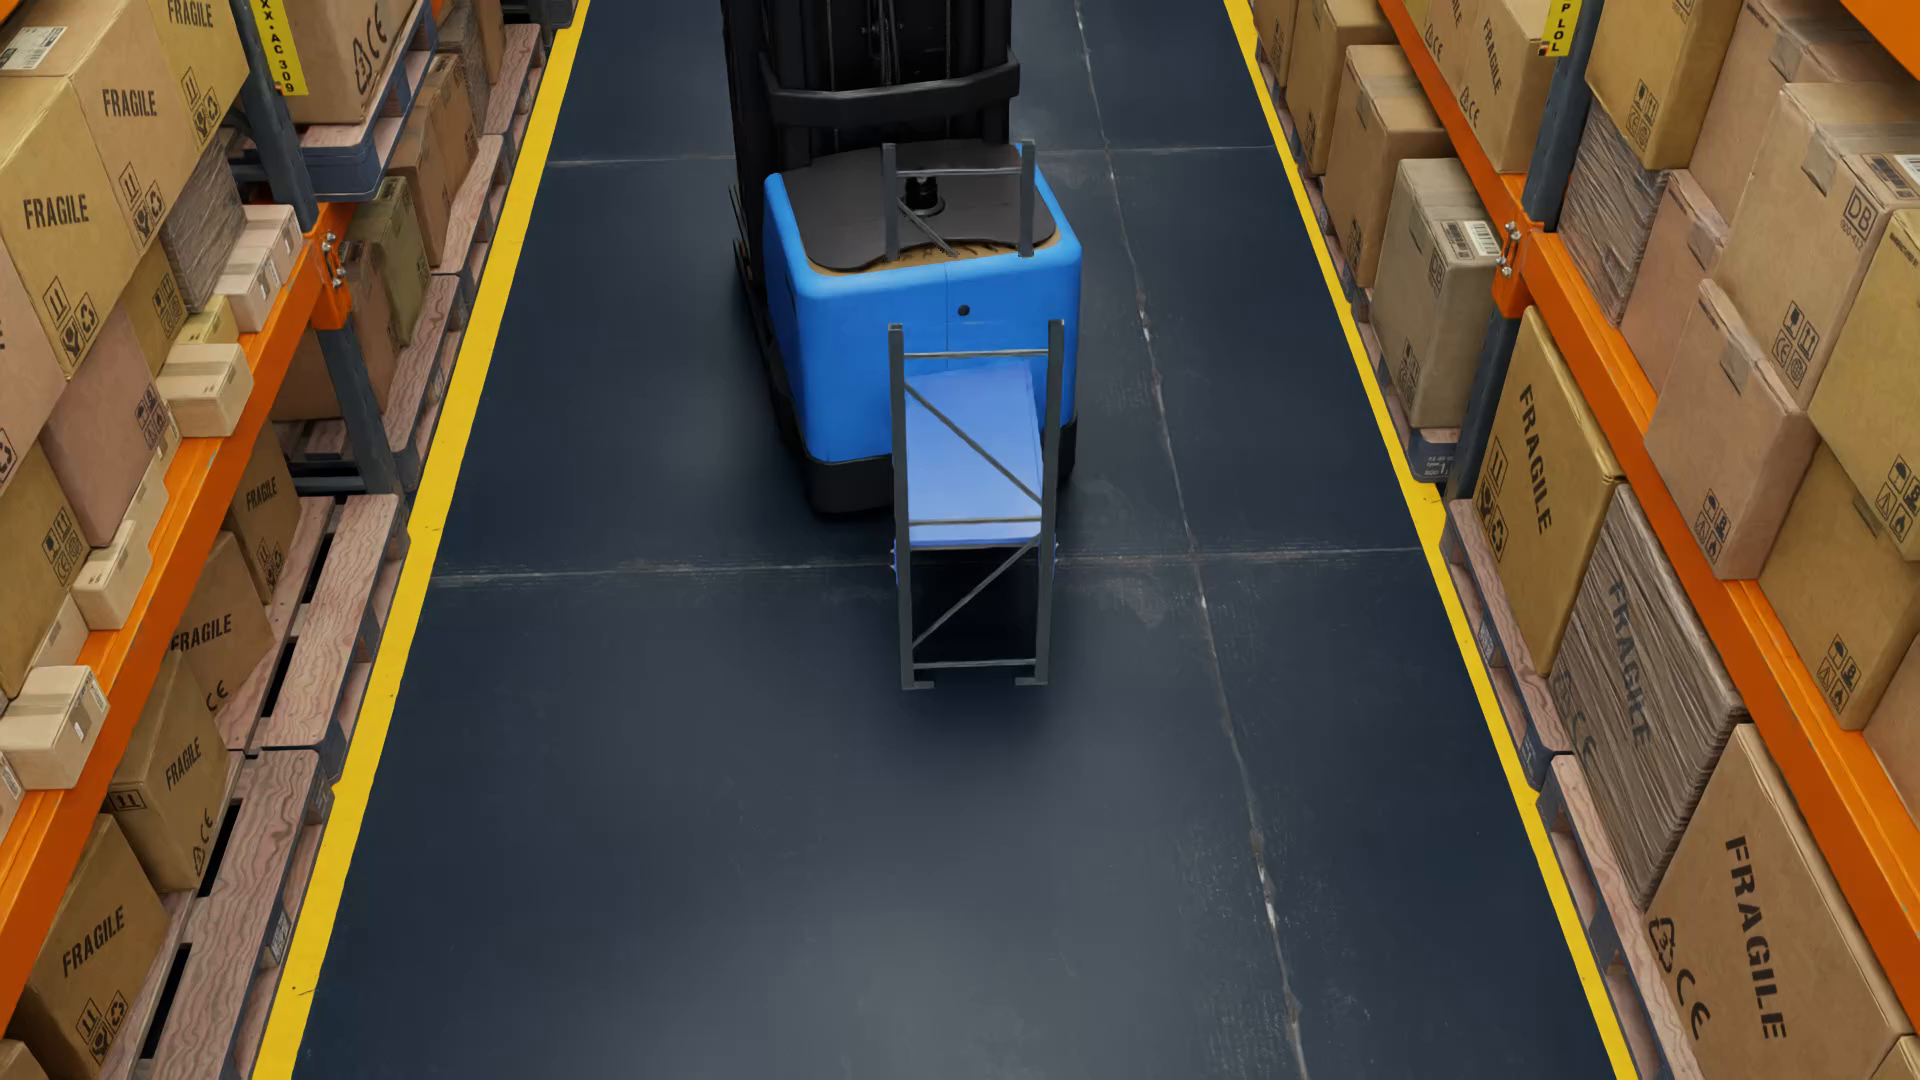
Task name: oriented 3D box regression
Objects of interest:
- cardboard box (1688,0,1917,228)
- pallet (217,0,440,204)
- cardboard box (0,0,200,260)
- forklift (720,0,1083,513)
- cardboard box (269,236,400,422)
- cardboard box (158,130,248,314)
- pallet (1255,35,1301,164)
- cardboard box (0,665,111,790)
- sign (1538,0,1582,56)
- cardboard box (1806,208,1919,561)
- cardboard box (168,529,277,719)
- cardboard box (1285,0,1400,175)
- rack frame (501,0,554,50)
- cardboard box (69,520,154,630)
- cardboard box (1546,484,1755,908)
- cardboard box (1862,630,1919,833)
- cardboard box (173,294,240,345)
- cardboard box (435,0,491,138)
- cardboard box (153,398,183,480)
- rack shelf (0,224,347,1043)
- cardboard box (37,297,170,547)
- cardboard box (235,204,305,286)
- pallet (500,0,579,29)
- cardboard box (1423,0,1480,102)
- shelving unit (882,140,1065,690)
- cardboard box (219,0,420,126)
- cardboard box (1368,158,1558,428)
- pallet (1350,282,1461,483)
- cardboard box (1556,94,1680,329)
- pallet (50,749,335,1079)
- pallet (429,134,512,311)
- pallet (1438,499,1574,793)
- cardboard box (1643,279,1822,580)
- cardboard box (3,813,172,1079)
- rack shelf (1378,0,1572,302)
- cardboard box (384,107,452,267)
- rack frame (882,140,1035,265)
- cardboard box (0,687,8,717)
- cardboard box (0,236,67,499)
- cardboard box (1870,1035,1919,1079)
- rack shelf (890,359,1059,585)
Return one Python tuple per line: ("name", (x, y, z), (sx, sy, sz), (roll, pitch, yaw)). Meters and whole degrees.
("cardboard box", (2.480, -1.062, 4.279), (0.875, 0.550, 0.550), (-2, 43, -2))
("pallet", (-2.488, -1.602, 5.920), (1.003, 0.211, 1.213), (-2, 43, -2))
("cardboard box", (-2.284, -1.034, 4.124), (0.500, 0.500, 0.500), (-2, 43, -2))
("forklift", (-0.400, -2.190, 6.470), (1.130, 2.935, 3.031), (-9, 43, -10))
("cardboard box", (-2.605, -0.808, 6.436), (0.700, 0.500, 0.500), (-5, 43, -5))
("cardboard box", (-2.643, -0.994, 4.820), (0.875, 0.500, 0.500), (-2, 43, -2))
("pallet", (2.147, -2.365, 8.674), (1.003, 0.211, 1.213), (-2, 43, -2))
("cardboard box", (-2.172, 0.426, 3.752), (0.380, 0.149, 0.250), (-2, 43, -2))
("sign", (1.817, -1.602, 4.980), (0.100, 0.325, 0.005), (-2, 43, -2))
("cardboard box", (2.396, -0.336, 3.486), (0.875, 0.550, 0.500), (-2, 43, -2))
("cardboard box", (-2.592, 0.272, 5.273), (0.500, 0.500, 0.500), (11, 44, 12))
("cardboard box", (2.166, -2.249, 7.838), (1.050, 0.750, 0.750), (-1, 43, -1))
("rack frame", (-2.771, -3.853, 8.234), (1.000, 3.000, 0.127), (-2, 43, -2))
("cardboard box", (-2.249, 0.090, 4.118), (0.380, 0.149, 0.250), (-2, 43, -2))
("cardboard box", (2.358, 0.437, 4.815), (0.875, 0.875, 0.875), (-1, 43, -1))
("cardboard box", (2.524, 0.417, 3.464), (0.875, 0.550, 0.550), (-2, 43, -2))
("cardboard box", (-2.346, -0.584, 4.853), (0.380, 0.149, 0.250), (-2, 43, -2))
("cardboard box", (-2.686, -2.268, 8.029), (0.700, 0.500, 0.500), (-5, 43, -5))
("cardboard box", (-2.345, -0.246, 4.484), (0.380, 0.149, 0.250), (-2, 43, -2))
("rack shelf", (-2.516, 0.463, 4.058), (1.077, 0.370, 4.000), (-2, 43, -2))
("cardboard box", (-2.535, -0.320, 4.085), (0.875, 0.500, 0.500), (-2, 43, -2))
("cardboard box", (-2.298, -0.923, 5.223), (0.380, 0.149, 0.250), (-2, 43, -2))
("pallet", (-2.729, -3.359, 9.759), (1.003, 0.211, 1.213), (-2, 43, -2))
("cardboard box", (2.048, -1.949, 6.083), (0.500, 0.500, 0.500), (-2, 43, -2))
("shelving unit", (0.023, -0.400, 5.575), (0.538, 1.500, 1.048), (-2, 43, -2))
("cardboard box", (-2.495, -2.069, 5.532), (1.000, 1.000, 1.000), (-1, 43, -2))
("cardboard box", (2.243, -0.969, 6.441), (1.050, 0.750, 0.750), (-2, 43, -2))
("pallet", (2.251, -0.717, 6.877), (1.003, 0.211, 1.213), (-2, 43, -2))
("cardboard box", (2.387, -1.033, 5.046), (0.875, 0.550, 0.550), (-2, 43, -2))
("pallet", (-2.482, 1.153, 4.835), (1.003, 0.211, 1.213), (-2, 43, -2))
("pallet", (-2.690, -1.476, 7.704), (1.003, 0.211, 1.213), (-2, 43, -2))
("pallet", (2.313, 0.317, 5.748), (1.003, 0.211, 1.213), (-2, 43, -2))
("cardboard box", (2.338, -0.295, 4.241), (0.875, 0.550, 0.550), (-2, 43, -2))
("cardboard box", (-2.508, 1.067, 4.406), (0.500, 0.500, 0.500), (2, 43, 2))
("rack shelf", (2.274, -2.312, 7.084), (1.077, 0.370, 4.000), (-2, 43, -2))
("cardboard box", (-2.631, -1.509, 7.200), (0.700, 0.500, 0.500), (-5, 43, -5))
("rack frame", (-0.002, -0.744, 5.949), (0.500, 1.500, 0.032), (-2, 43, -2))
("cardboard box", (-2.546, 0.356, 3.347), (0.875, 0.500, 0.500), (-2, 43, -2))
("cardboard box", (-2.246, -0.359, 3.388), (0.500, 0.500, 0.500), (-2, 43, -2))
("cardboard box", (2.434, 1.646, 3.496), (0.875, 0.875, 0.875), (-1, 43, -2))
("rack shelf", (0.023, -0.268, 5.697), (0.538, 0.185, 1.000), (-2, 43, -2))
